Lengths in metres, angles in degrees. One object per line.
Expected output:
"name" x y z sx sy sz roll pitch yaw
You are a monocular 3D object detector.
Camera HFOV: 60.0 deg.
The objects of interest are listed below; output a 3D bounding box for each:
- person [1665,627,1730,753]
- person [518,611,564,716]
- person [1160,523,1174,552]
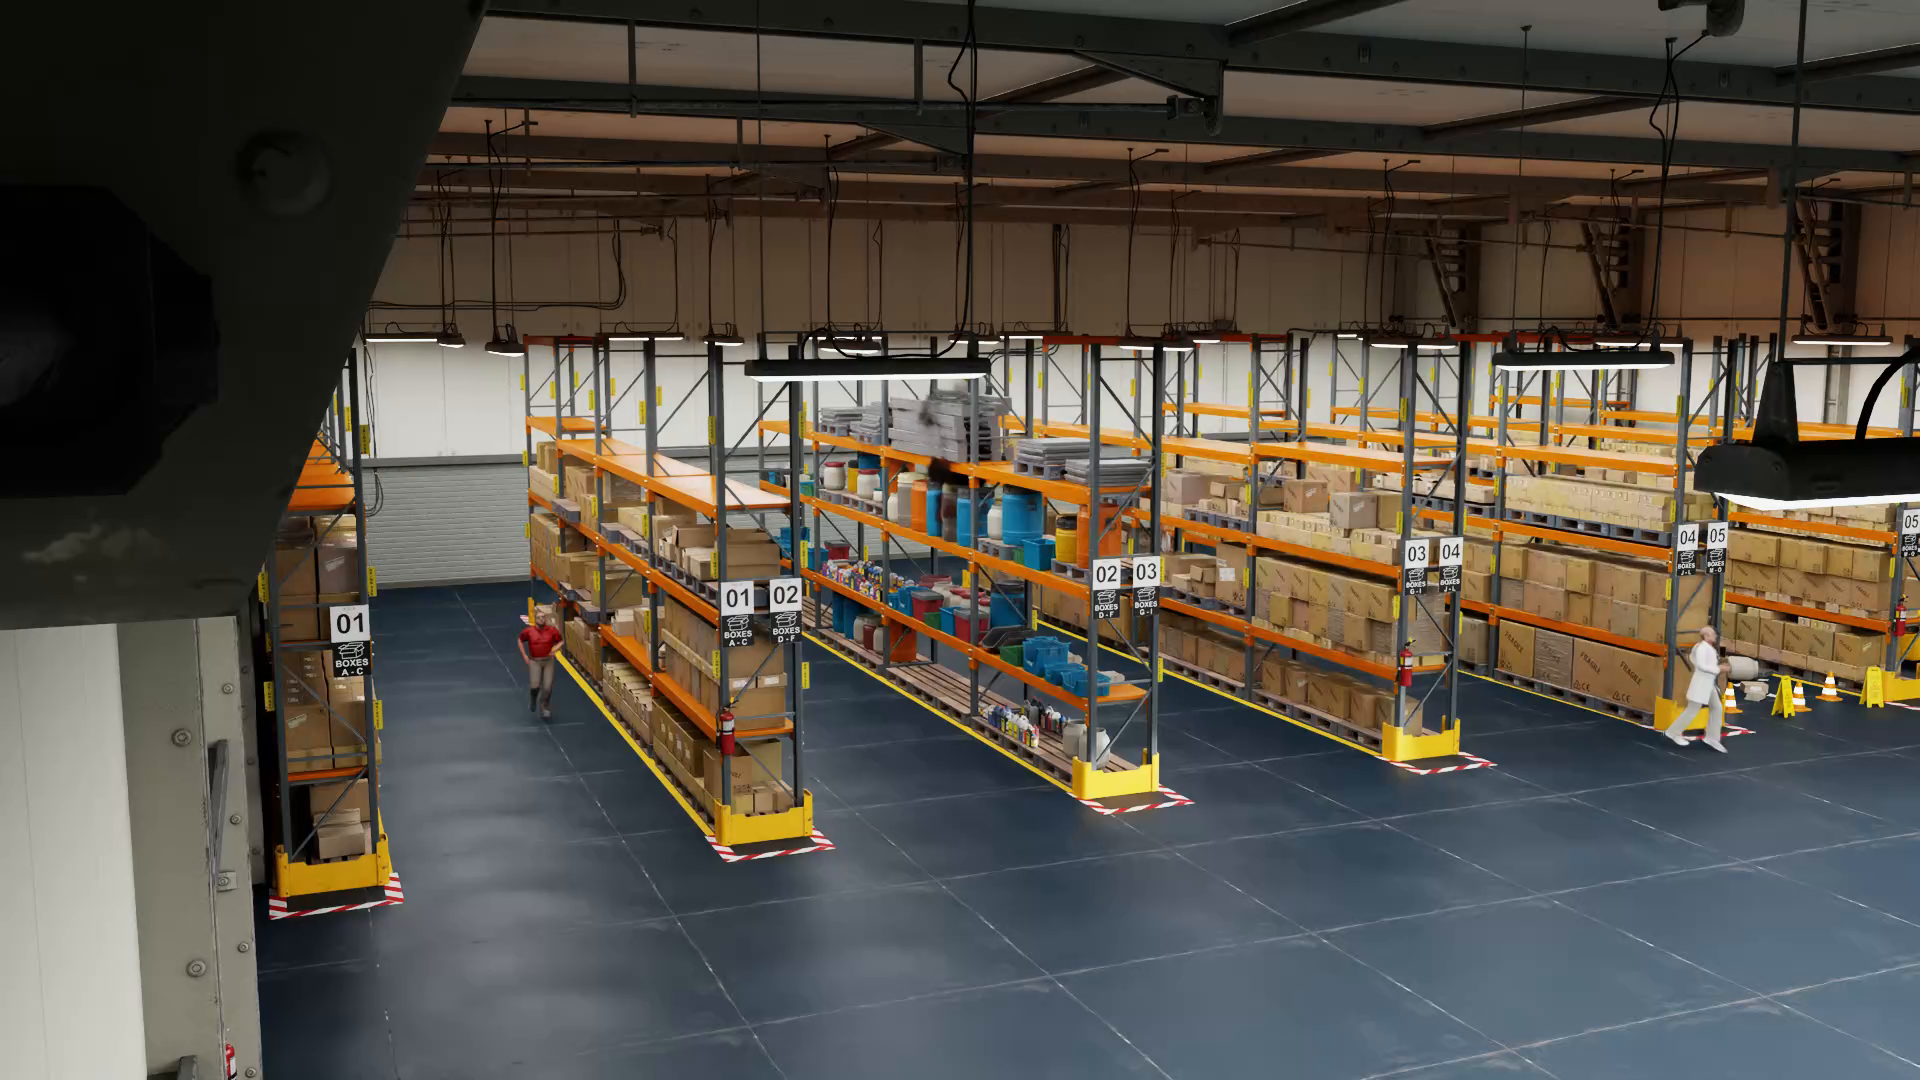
"person" 10.959 2.183 24.590 0.870 1.817 0.723 5 9 34
"person" -6.654 1.982 26.473 0.710 1.689 0.563 -2 8 -18
"person" 4.660 0.423 37.858 0.683 1.731 0.754 -3 8 -22
